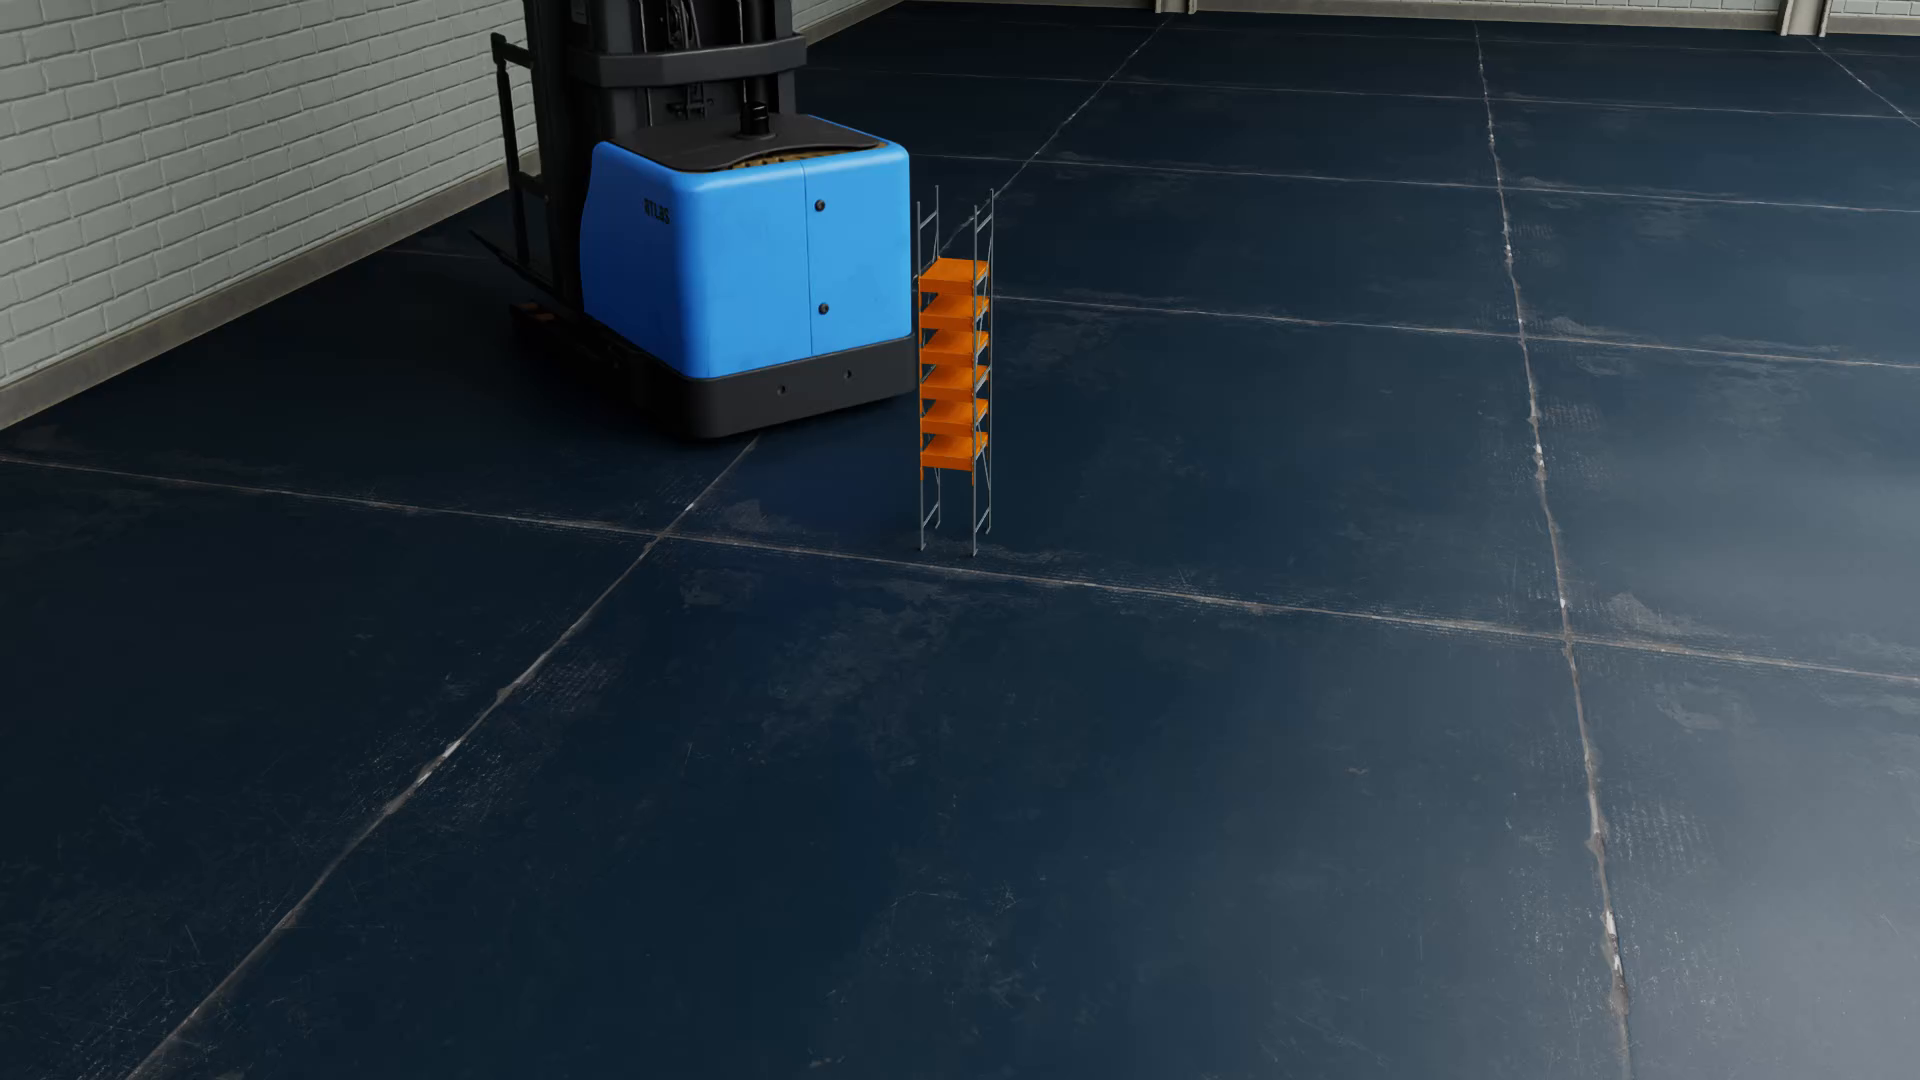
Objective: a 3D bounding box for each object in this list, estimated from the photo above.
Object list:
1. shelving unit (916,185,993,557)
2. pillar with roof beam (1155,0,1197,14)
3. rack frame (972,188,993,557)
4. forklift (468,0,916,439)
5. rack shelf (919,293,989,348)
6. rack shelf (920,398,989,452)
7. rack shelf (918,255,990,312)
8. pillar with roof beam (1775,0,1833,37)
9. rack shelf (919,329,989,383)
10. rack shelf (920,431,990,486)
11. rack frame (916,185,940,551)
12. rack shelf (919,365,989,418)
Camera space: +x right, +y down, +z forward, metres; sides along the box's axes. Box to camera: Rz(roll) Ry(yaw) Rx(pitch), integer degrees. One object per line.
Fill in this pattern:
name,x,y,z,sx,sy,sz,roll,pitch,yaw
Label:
shelving unit,-0.014,-0.543,5.495,0.189,1.200,0.258,6,26,13
pillar with roof beam,1.175,-7.775,11.613,0.400,9.000,9.100,6,26,13
rack frame,0.075,-0.533,5.475,0.006,1.200,0.240,6,26,13
forklift,-1.429,-2.294,7.159,1.130,2.935,3.031,-16,30,-31
rack shelf,-0.014,-0.720,5.411,0.180,0.103,0.258,6,26,13
rack shelf,-0.014,-0.395,5.566,0.180,0.103,0.258,6,26,13
rack shelf,-0.014,-0.828,5.360,0.180,0.103,0.258,6,26,13
pillar with roof beam,6.986,-7.133,10.263,0.400,9.000,9.100,6,26,13
rack shelf,-0.014,-0.612,5.463,0.180,0.103,0.258,6,26,13
rack shelf,-0.014,-0.286,5.618,0.180,0.103,0.258,6,26,13
rack frame,-0.103,-0.553,5.516,0.006,1.200,0.240,6,26,13
rack shelf,-0.014,-0.503,5.514,0.180,0.103,0.258,6,26,13
